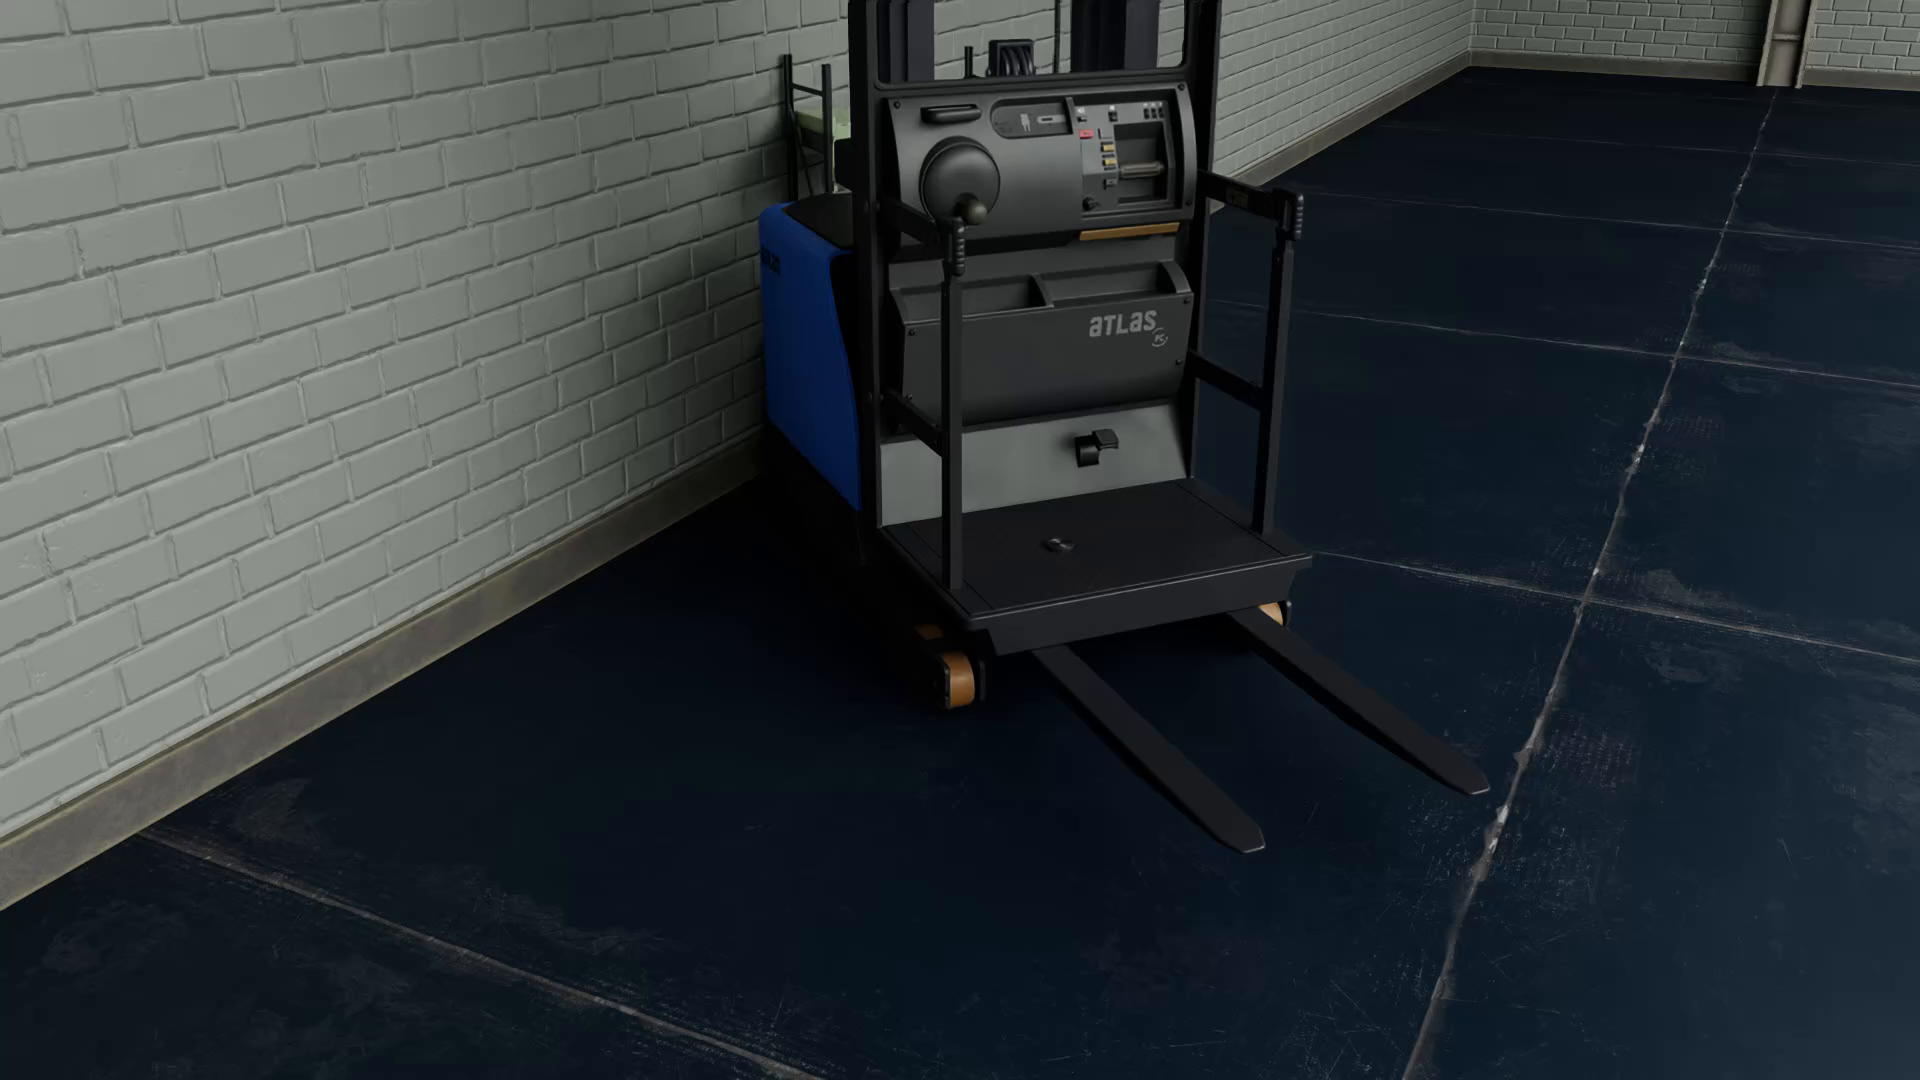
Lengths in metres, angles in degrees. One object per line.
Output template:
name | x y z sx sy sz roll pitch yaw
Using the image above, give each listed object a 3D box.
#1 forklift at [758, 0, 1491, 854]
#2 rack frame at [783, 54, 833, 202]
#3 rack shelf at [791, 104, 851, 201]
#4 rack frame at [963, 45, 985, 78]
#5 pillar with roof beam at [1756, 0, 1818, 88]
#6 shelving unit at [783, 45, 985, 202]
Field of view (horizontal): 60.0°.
forklift | 0.329 -1.064 4.507 1.130 2.935 3.031 -9 25 -21
rack frame | -0.542 -0.997 6.133 0.023 1.500 0.400 -11 24 -25
rack shelf | -0.214 -1.420 6.141 0.720 0.370 0.431 -11 24 -25
rack frame | 0.112 -1.119 6.439 0.023 1.500 0.400 -11 24 -25
pillar with roof beam | 5.999 -7.050 10.830 0.400 9.000 9.100 11 25 25
shelving unit | -0.215 -1.058 6.286 0.755 1.500 0.431 -11 24 -25
